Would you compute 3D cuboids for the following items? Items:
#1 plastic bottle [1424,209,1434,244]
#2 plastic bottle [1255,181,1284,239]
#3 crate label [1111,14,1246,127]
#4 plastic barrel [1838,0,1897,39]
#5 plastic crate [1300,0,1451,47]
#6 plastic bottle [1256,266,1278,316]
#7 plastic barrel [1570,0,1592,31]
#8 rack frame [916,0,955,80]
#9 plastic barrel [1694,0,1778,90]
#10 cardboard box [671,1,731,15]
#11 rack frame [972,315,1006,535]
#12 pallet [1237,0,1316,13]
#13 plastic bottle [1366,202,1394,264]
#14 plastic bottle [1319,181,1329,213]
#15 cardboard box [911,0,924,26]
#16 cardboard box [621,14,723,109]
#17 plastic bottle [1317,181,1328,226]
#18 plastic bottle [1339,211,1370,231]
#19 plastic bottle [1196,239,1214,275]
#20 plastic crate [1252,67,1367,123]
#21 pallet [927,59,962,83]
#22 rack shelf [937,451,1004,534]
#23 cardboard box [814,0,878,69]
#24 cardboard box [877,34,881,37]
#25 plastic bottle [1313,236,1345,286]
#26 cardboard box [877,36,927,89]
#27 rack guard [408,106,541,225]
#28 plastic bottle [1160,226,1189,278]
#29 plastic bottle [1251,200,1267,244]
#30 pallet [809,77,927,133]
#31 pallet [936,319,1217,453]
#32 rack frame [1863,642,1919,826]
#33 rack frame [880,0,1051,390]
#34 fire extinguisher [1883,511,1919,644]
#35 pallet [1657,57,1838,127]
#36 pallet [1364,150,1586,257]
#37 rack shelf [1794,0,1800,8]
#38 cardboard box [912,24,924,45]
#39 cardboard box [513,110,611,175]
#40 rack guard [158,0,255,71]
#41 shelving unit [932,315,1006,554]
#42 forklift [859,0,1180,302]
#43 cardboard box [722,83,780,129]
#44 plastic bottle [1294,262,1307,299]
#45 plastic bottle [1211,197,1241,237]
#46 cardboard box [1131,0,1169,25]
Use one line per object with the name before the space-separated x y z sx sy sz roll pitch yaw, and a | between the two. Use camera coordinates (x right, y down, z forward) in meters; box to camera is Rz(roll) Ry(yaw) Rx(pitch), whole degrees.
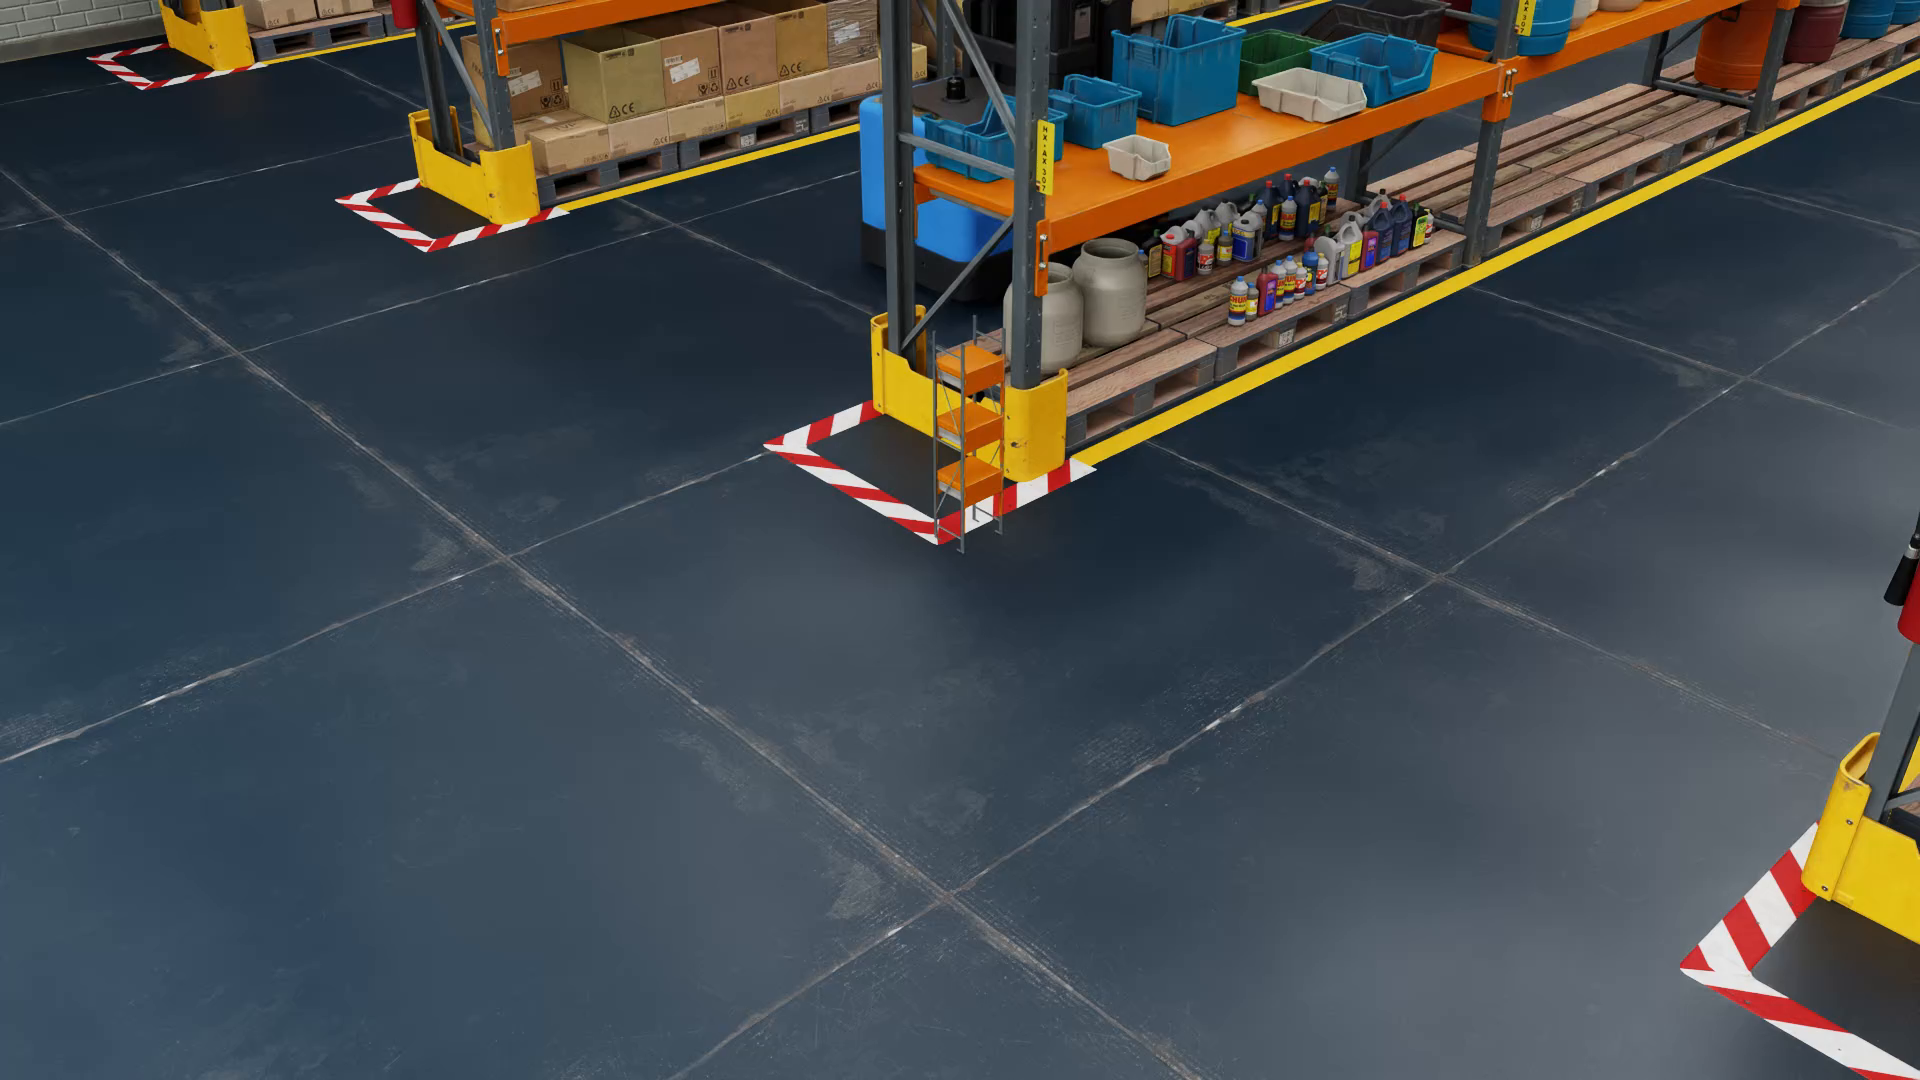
plastic bottle | 2.887 -1.955 10.333 0.097 0.201 0.097 0 31 0
plastic bottle | 1.928 -2.072 10.381 0.144 0.351 0.185 27 41 37
crate label | 1.174 -2.562 9.030 0.616 0.435 0.502 -26 40 -35
plastic barrel | 7.877 -4.893 14.486 0.708 0.901 0.600 -26 40 -35
plastic crate | 2.471 -3.046 9.915 0.504 0.338 0.767 -26 40 -35
plastic bottle | 1.728 -1.416 9.373 0.133 0.283 0.061 -25 39 -35
plastic barrel | 3.792 -3.523 10.505 0.433 0.535 0.433 0 31 0
rack frame | -0.424 -5.105 13.224 0.127 3.000 1.000 -26 40 -35
plastic barrel | 6.221 -4.061 13.194 0.708 0.830 0.600 -26 40 -35
cardboard box | -2.076 -3.854 12.691 0.500 0.500 0.500 -26 40 -35
rack frame | 0.129 -0.510 7.578 0.008 1.050 0.200 -26 40 -35
pallet | 3.082 -5.585 16.681 1.213 0.211 1.003 -26 40 -35
plastic bottle | 2.524 -1.860 10.034 0.144 0.351 0.185 27 40 37
plastic bottle | 2.335 -2.222 10.769 0.097 0.201 0.097 0 31 0
cardboard box | -0.322 -4.604 14.100 0.500 0.311 0.500 -26 40 -35
cardboard box | -2.090 -3.478 12.077 0.500 0.500 0.500 -26 40 -35
plastic bottle | 2.264 -2.127 10.535 0.133 0.283 0.061 -26 40 -35
plastic bottle | 2.405 -1.876 10.132 0.135 0.276 0.152 -26 40 -35
plastic bottle | 1.460 -1.690 9.900 0.097 0.201 0.097 0 31 0
plastic crate | 1.922 -2.424 9.091 0.437 0.136 0.530 -26 40 -35
pallet | 0.090 -4.192 14.403 1.213 0.211 1.003 -26 40 -35
rack shelf | 0.039 -0.221 7.658 0.240 0.259 0.215 -26 40 -35
cardboard box | -0.990 -4.010 12.948 0.500 0.500 0.500 -26 40 -35
cardboard box | -0.970 -4.063 13.752 0.500 0.250 0.500 -26 40 -35
plastic bottle | 2.165 -1.657 9.774 0.135 0.276 0.152 -25 39 -35
cardboard box | -0.616 -3.863 13.426 0.500 0.250 0.500 -26 40 -35
rack guard | -3.375 -2.612 11.542 0.348 0.500 1.175 -26 40 -35
plastic bottle | 1.260 -1.714 9.867 0.135 0.276 0.152 -25 40 -35
plastic bottle | 1.846 -1.972 10.293 0.097 0.271 0.097 0 31 0
pallet | -1.036 -3.650 13.516 1.213 0.211 1.003 -26 40 -35
pallet | 0.631 -0.932 9.072 1.213 0.211 1.003 -26 40 -35
rack frame | 3.375 0.104 4.704 0.127 3.000 1.000 -26 40 -35
rack frame | 0.008 -1.790 7.803 0.127 3.000 1.000 -26 40 -35
fire extinguisher | 2.978 0.002 4.946 0.183 0.674 0.296 -26 40 -35
pallet | 6.424 -3.734 13.654 1.213 0.211 1.003 -26 40 -35
pallet | 3.490 -2.313 11.330 1.213 0.211 1.003 -26 40 -35
rack shelf | 7.341 -5.031 13.791 4.000 0.370 1.077 -26 40 -35
cardboard box | -0.317 -4.369 14.254 0.500 0.250 0.500 -26 40 -36
cardboard box | -2.813 -2.798 11.683 0.500 0.250 0.500 -26 40 -35
rack guard | -6.673 -4.541 14.697 0.348 0.500 1.175 -26 40 -35
shelving unit | 0.039 -0.467 7.507 0.252 1.050 0.215 -26 40 -35
forklift | 0.810 -3.322 10.374 3.031 2.935 1.130 -25 39 -34
cardboard box | -1.712 -3.329 12.552 0.500 0.250 0.500 -26 40 -35
plastic bottle | 1.947 -1.500 9.589 0.097 0.201 0.097 0 31 0
plastic bottle | 1.617 -1.922 10.135 0.185 0.351 0.144 -26 40 -36
cardboard box | 1.543 -4.889 15.103 0.500 0.250 0.500 -25 39 -34
